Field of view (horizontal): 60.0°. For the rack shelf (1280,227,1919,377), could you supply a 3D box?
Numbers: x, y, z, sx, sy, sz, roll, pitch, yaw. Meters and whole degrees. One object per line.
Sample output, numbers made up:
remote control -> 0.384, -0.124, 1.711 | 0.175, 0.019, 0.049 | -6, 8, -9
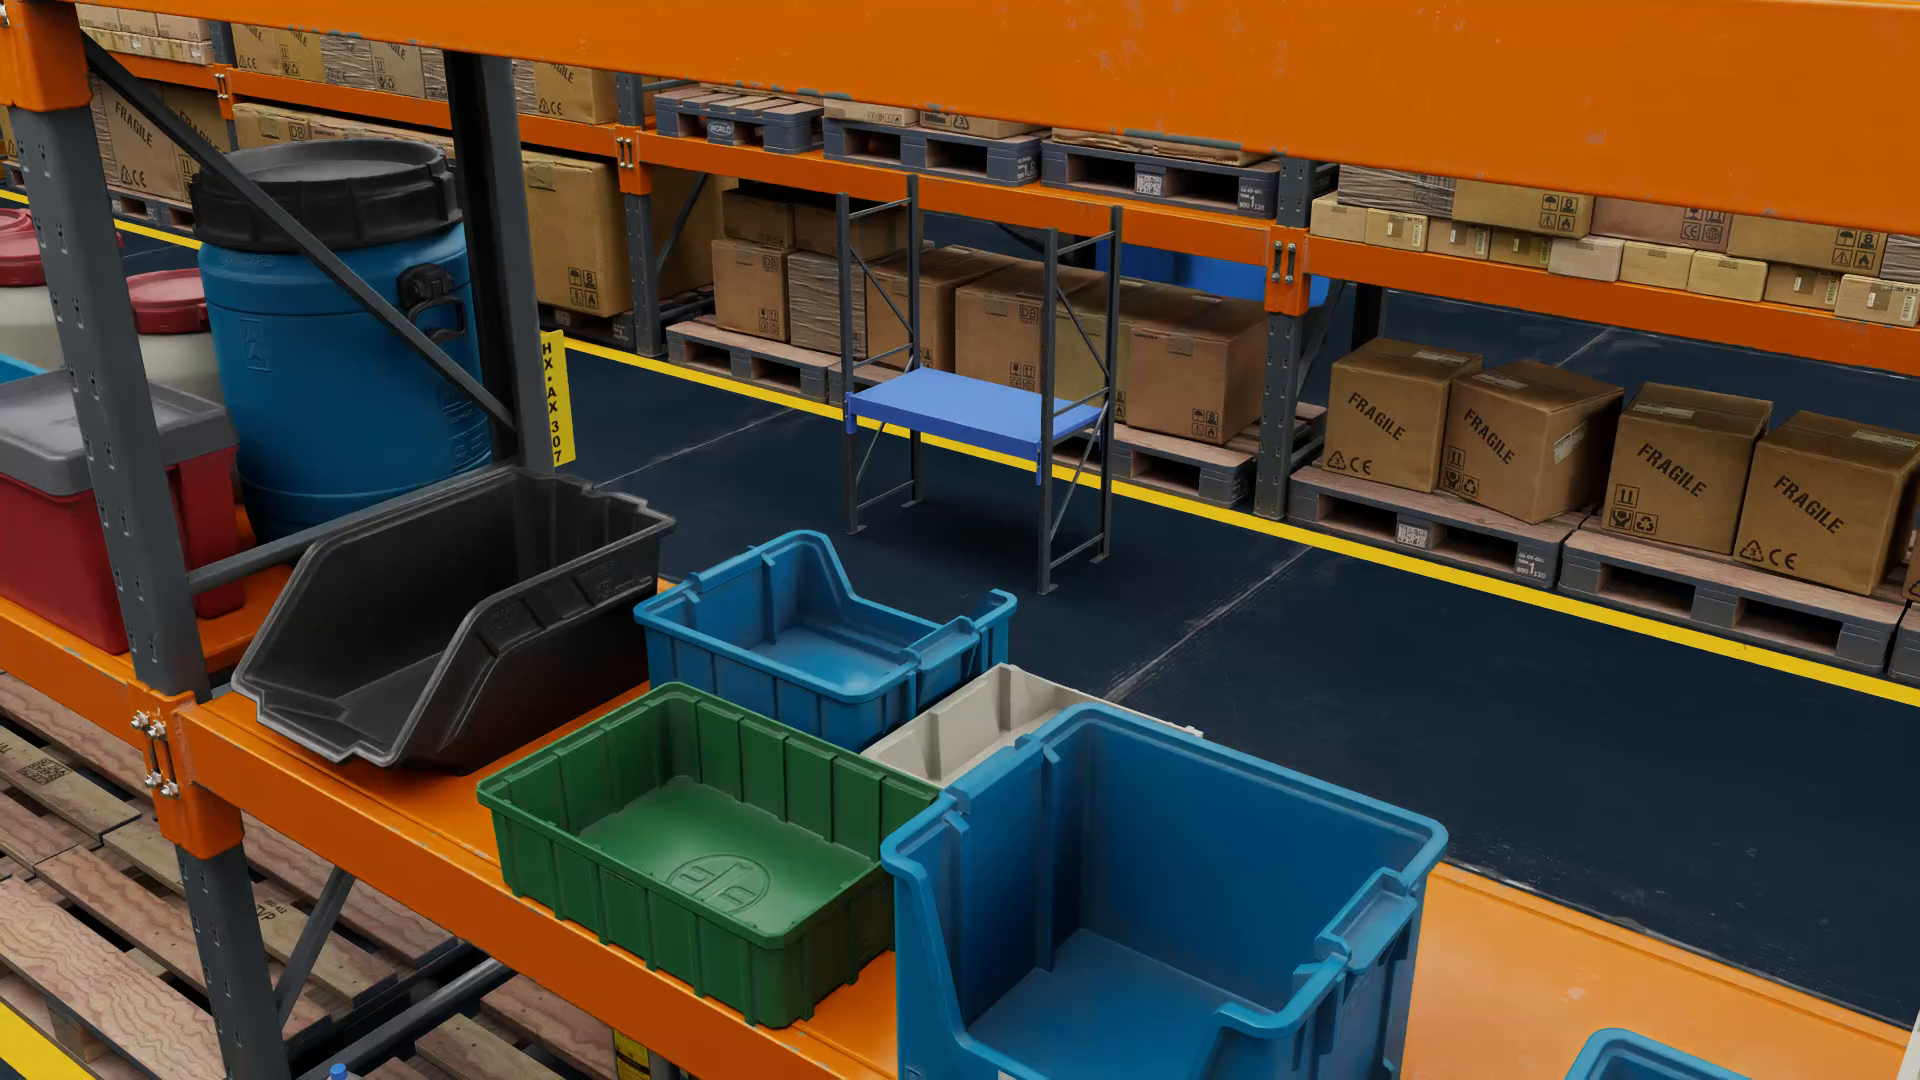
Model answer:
rack shelf -> 3.268, -0.813, 6.268 | 4.000, 0.370, 1.077 | 17, 29, 33

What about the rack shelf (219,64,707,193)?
rack shelf -> -3.134, -2.748, 10.659 | 4.000, 0.370, 1.077 | 17, 29, 33

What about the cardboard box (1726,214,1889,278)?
cardboard box -> 3.205, -1.324, 6.043 | 0.500, 0.500, 0.875 | 17, 29, 33

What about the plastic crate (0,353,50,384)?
plastic crate -> -2.373, -0.187, 3.974 | 0.575, 0.384, 0.392 | 17, 29, 33

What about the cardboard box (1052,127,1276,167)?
cardboard box -> 1.115, -2.330, 7.553 | 1.000, 1.000, 1.000 | 17, 29, 34

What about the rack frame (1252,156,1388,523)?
rack frame -> 1.667, -1.626, 7.220 | 0.127, 3.000, 1.000 | 17, 29, 33

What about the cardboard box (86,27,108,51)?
cardboard box -> -6.203, -3.724, 12.294 | 0.250, 0.149, 0.380 | 16, 29, 32

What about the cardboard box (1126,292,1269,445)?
cardboard box -> 1.189, -0.839, 7.989 | 0.500, 0.500, 0.700 | 14, 28, 29

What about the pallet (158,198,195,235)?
pallet -> -5.296, -2.494, 12.648 | 1.213, 0.211, 1.003 | 17, 29, 33

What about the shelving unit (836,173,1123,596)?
shelving unit -> 0.068, -0.666, 6.901 | 1.048, 1.500, 0.538 | 17, 29, 33

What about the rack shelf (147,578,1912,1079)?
rack shelf -> 0.297, 0.785, 2.641 | 4.000, 0.370, 1.077 | 17, 29, 33

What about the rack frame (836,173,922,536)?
rack frame -> -0.339, -0.789, 7.180 | 0.032, 1.500, 0.500 | 17, 29, 33

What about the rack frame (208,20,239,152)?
rack frame -> -4.734, -3.561, 11.611 | 0.127, 3.000, 1.000 | 17, 29, 33

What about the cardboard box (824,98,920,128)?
cardboard box -> -0.330, -2.237, 8.273 | 0.500, 0.250, 0.500 | 16, 28, 32

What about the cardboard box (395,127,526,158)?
cardboard box -> -2.782, -2.205, 10.648 | 0.875, 0.875, 1.225 | 17, 29, 33

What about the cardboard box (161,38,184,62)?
cardboard box -> -5.381, -3.476, 11.731 | 0.250, 0.149, 0.380 | 17, 29, 34

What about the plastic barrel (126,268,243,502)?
plastic barrel -> -1.937, -0.392, 4.252 | 0.433, 0.535, 0.433 | 0, 24, 0

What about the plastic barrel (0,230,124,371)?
plastic barrel -> -2.524, -0.570, 4.655 | 0.433, 0.535, 0.433 | 0, 24, 0

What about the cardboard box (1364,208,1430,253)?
cardboard box -> 1.851, -1.297, 6.786 | 0.250, 0.149, 0.380 | 17, 29, 33

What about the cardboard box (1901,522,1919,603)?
cardboard box -> 3.879, 0.003, 6.102 | 0.500, 0.500, 0.500 | -17, 29, -34

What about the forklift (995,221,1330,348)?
forklift -> 1.123, -2.903, 10.204 | 1.130, 2.935, 3.031 | -9, 25, -20

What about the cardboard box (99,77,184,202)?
cardboard box -> -5.935, -3.184, 12.870 | 0.875, 0.875, 0.875 | 17, 29, 33

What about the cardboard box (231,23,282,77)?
cardboard box -> -4.516, -3.415, 11.155 | 0.500, 0.500, 0.500 | 17, 29, 33

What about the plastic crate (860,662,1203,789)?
plastic crate -> 0.148, 0.403, 2.941 | 0.437, 0.136, 0.530 | 17, 29, 33

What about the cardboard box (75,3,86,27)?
cardboard box -> -6.472, -4.022, 12.474 | 0.500, 0.250, 0.500 | 16, 28, 32

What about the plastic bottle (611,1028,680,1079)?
plastic bottle -> -0.702, 1.092, 3.791 | 0.185, 0.351, 0.144 | 17, 29, 33

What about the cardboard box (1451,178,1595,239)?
cardboard box -> 2.369, -1.547, 6.548 | 0.500, 0.500, 0.875 | 17, 29, 33

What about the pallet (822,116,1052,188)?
pallet -> 0.075, -2.040, 8.398 | 1.213, 0.211, 1.003 | 17, 29, 33

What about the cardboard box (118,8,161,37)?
cardboard box -> -5.661, -3.775, 11.914 | 0.500, 0.250, 0.500 | 18, 29, 35

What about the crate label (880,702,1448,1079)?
crate label -> 0.262, 0.565, 2.203 | 0.616, 0.435, 0.502 | 17, 29, 33

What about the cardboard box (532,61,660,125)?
cardboard box -> -2.077, -2.679, 9.485 | 0.500, 0.500, 0.500 | 18, 29, 35

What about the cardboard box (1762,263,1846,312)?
cardboard box -> 3.094, -0.958, 6.015 | 0.250, 0.149, 0.380 | 17, 29, 33

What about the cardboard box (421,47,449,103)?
cardboard box -> -2.890, -2.926, 10.046 | 0.500, 0.500, 0.500 | 16, 28, 32

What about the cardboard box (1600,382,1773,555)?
cardboard box -> 2.970, -0.304, 6.799 | 0.500, 0.500, 0.500 | 14, 27, 29

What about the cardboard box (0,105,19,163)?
cardboard box -> -7.375, -3.619, 13.858 | 0.875, 0.875, 0.875 | 17, 29, 33

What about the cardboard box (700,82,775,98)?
cardboard box -> -1.078, -2.714, 9.044 | 0.500, 0.500, 0.500 | 13, 27, 27

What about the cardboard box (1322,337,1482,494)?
cardboard box -> 1.963, -0.565, 7.391 | 0.500, 0.500, 0.500 | 16, 28, 32

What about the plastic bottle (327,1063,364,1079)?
plastic bottle -> -1.311, 1.238, 3.559 | 0.097, 0.271, 0.097 | 0, 24, 0

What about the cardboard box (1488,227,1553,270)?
cardboard box -> 2.273, -1.189, 6.539 | 0.250, 0.149, 0.380 | 17, 29, 33

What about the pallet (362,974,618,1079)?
pallet -> -0.791, 1.424, 3.757 | 1.213, 0.211, 1.003 | 17, 29, 33

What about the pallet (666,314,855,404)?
pallet -> -0.909, -1.128, 9.548 | 1.213, 0.211, 1.003 | 17, 29, 33

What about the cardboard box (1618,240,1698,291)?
cardboard box -> 2.674, -1.068, 6.265 | 0.250, 0.149, 0.380 | 17, 29, 33

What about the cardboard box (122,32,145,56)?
cardboard box -> -5.792, -3.600, 12.013 | 0.250, 0.149, 0.380 | 17, 29, 34

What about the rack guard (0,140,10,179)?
rack guard -> -7.954, -3.390, 14.324 | 0.348, 0.500, 1.175 | 17, 29, 33

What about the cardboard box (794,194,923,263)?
cardboard box -> -0.549, -1.717, 9.050 | 0.500, 0.250, 0.500 | 21, 31, 39

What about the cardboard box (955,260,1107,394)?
cardboard box -> 0.370, -1.096, 8.571 | 0.500, 0.500, 0.700 | 14, 27, 29

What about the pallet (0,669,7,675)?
pallet -> -3.908, 0.481, 5.898 | 1.213, 0.211, 1.003 | 17, 29, 33

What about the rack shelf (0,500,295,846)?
rack shelf -> -2.904, -0.183, 4.836 | 4.000, 0.370, 1.077 | 17, 29, 33

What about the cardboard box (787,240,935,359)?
cardboard box -> -0.534, -1.365, 9.183 | 0.500, 0.500, 0.700 | 14, 27, 29

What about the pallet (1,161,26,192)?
pallet -> -7.248, -3.084, 13.987 | 1.213, 0.211, 1.003 | 17, 29, 33

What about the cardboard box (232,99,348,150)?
cardboard box -> -4.210, -2.632, 11.618 | 0.875, 0.875, 1.225 | 17, 29, 33

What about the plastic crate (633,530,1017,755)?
plastic crate -> -0.255, 0.220, 3.215 | 0.616, 0.251, 0.499 | 17, 29, 33

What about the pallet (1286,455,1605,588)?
pallet -> 2.226, -0.199, 7.440 | 1.213, 0.211, 1.003 | 17, 29, 33

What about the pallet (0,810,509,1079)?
pallet -> -1.955, 1.071, 4.558 | 1.213, 0.211, 1.003 | 17, 29, 33

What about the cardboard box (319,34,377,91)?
cardboard box -> -3.713, -3.172, 10.605 | 0.500, 0.500, 0.500 | 16, 28, 32

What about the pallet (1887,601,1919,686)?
pallet -> 4.178, 0.391, 6.101 | 1.213, 0.211, 1.003 | 17, 29, 33

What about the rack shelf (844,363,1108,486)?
rack shelf -> 0.068, -0.501, 6.973 | 1.000, 0.185, 0.538 | 17, 29, 33
